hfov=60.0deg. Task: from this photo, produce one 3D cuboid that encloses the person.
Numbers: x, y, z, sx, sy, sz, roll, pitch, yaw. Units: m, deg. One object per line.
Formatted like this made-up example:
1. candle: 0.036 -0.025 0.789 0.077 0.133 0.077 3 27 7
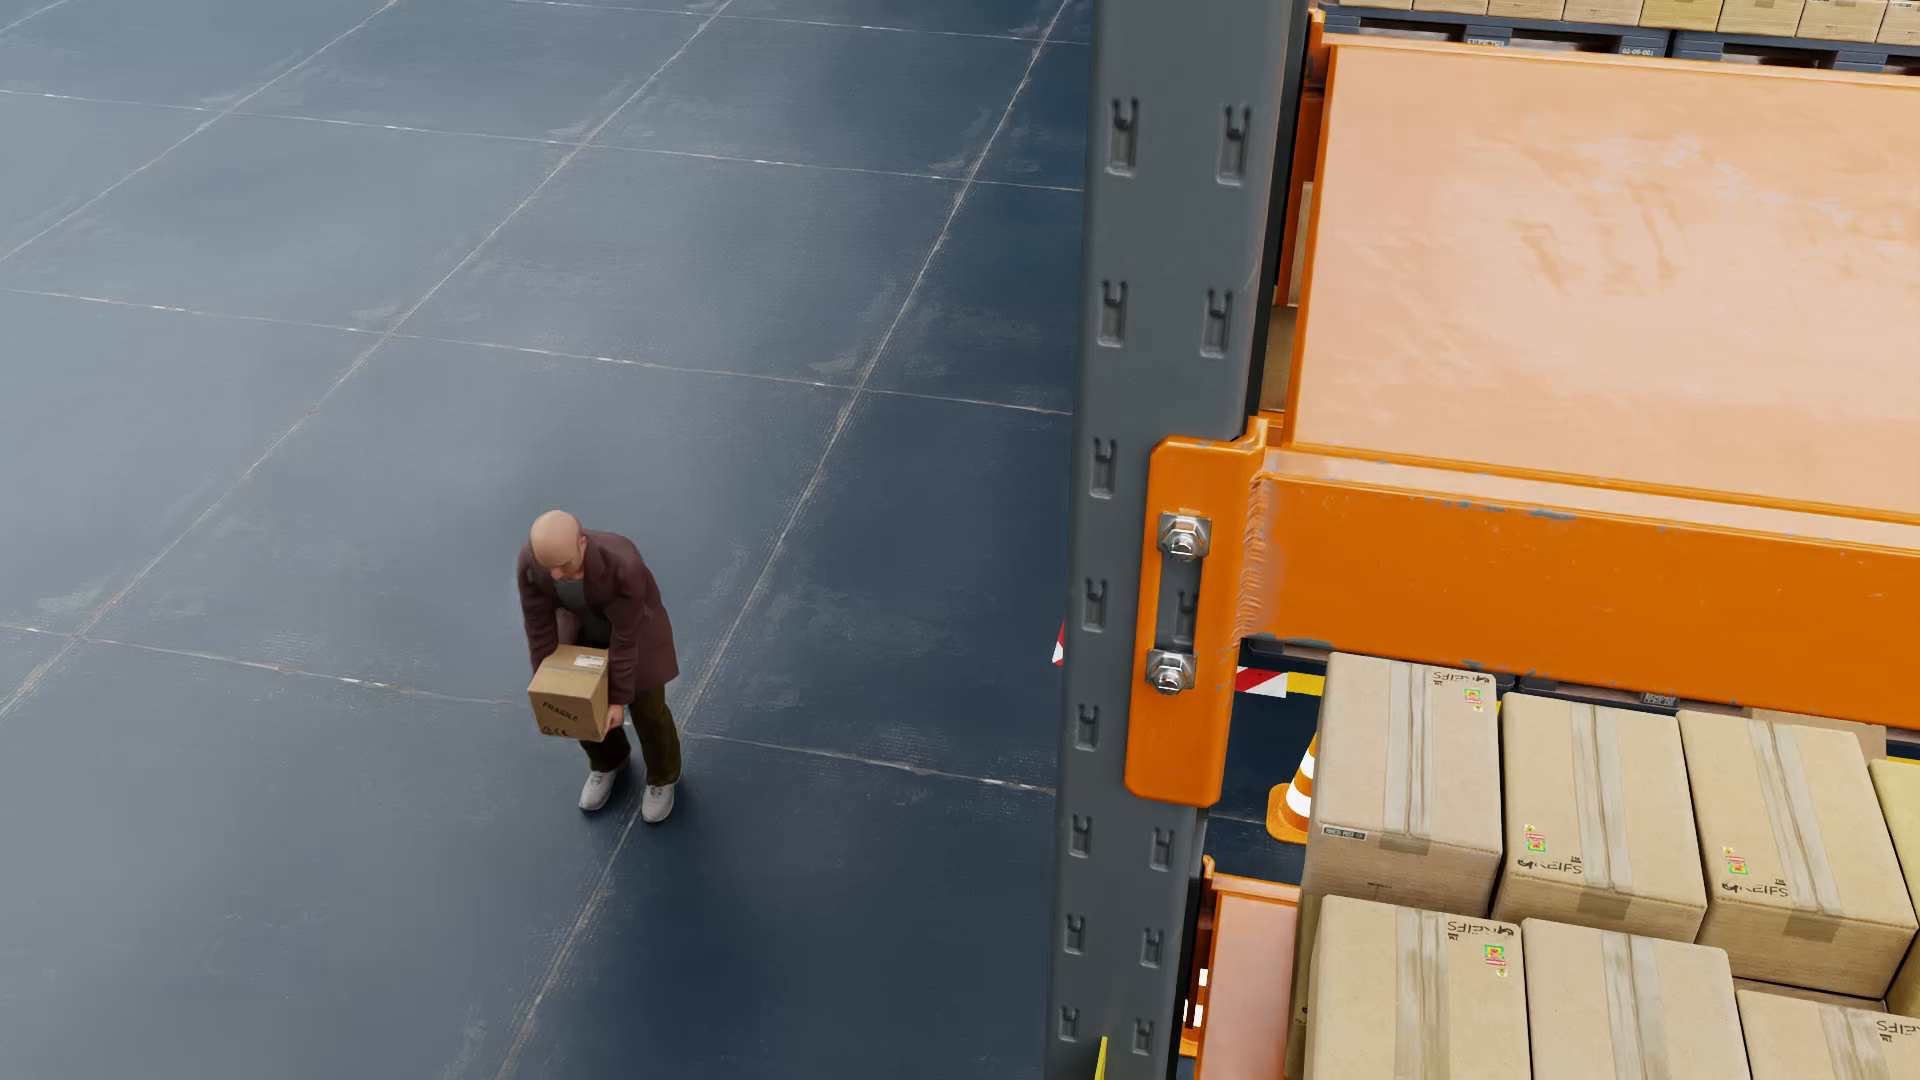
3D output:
1. person: -1.394 0.485 6.553 0.546 1.504 0.570 7 37 9
